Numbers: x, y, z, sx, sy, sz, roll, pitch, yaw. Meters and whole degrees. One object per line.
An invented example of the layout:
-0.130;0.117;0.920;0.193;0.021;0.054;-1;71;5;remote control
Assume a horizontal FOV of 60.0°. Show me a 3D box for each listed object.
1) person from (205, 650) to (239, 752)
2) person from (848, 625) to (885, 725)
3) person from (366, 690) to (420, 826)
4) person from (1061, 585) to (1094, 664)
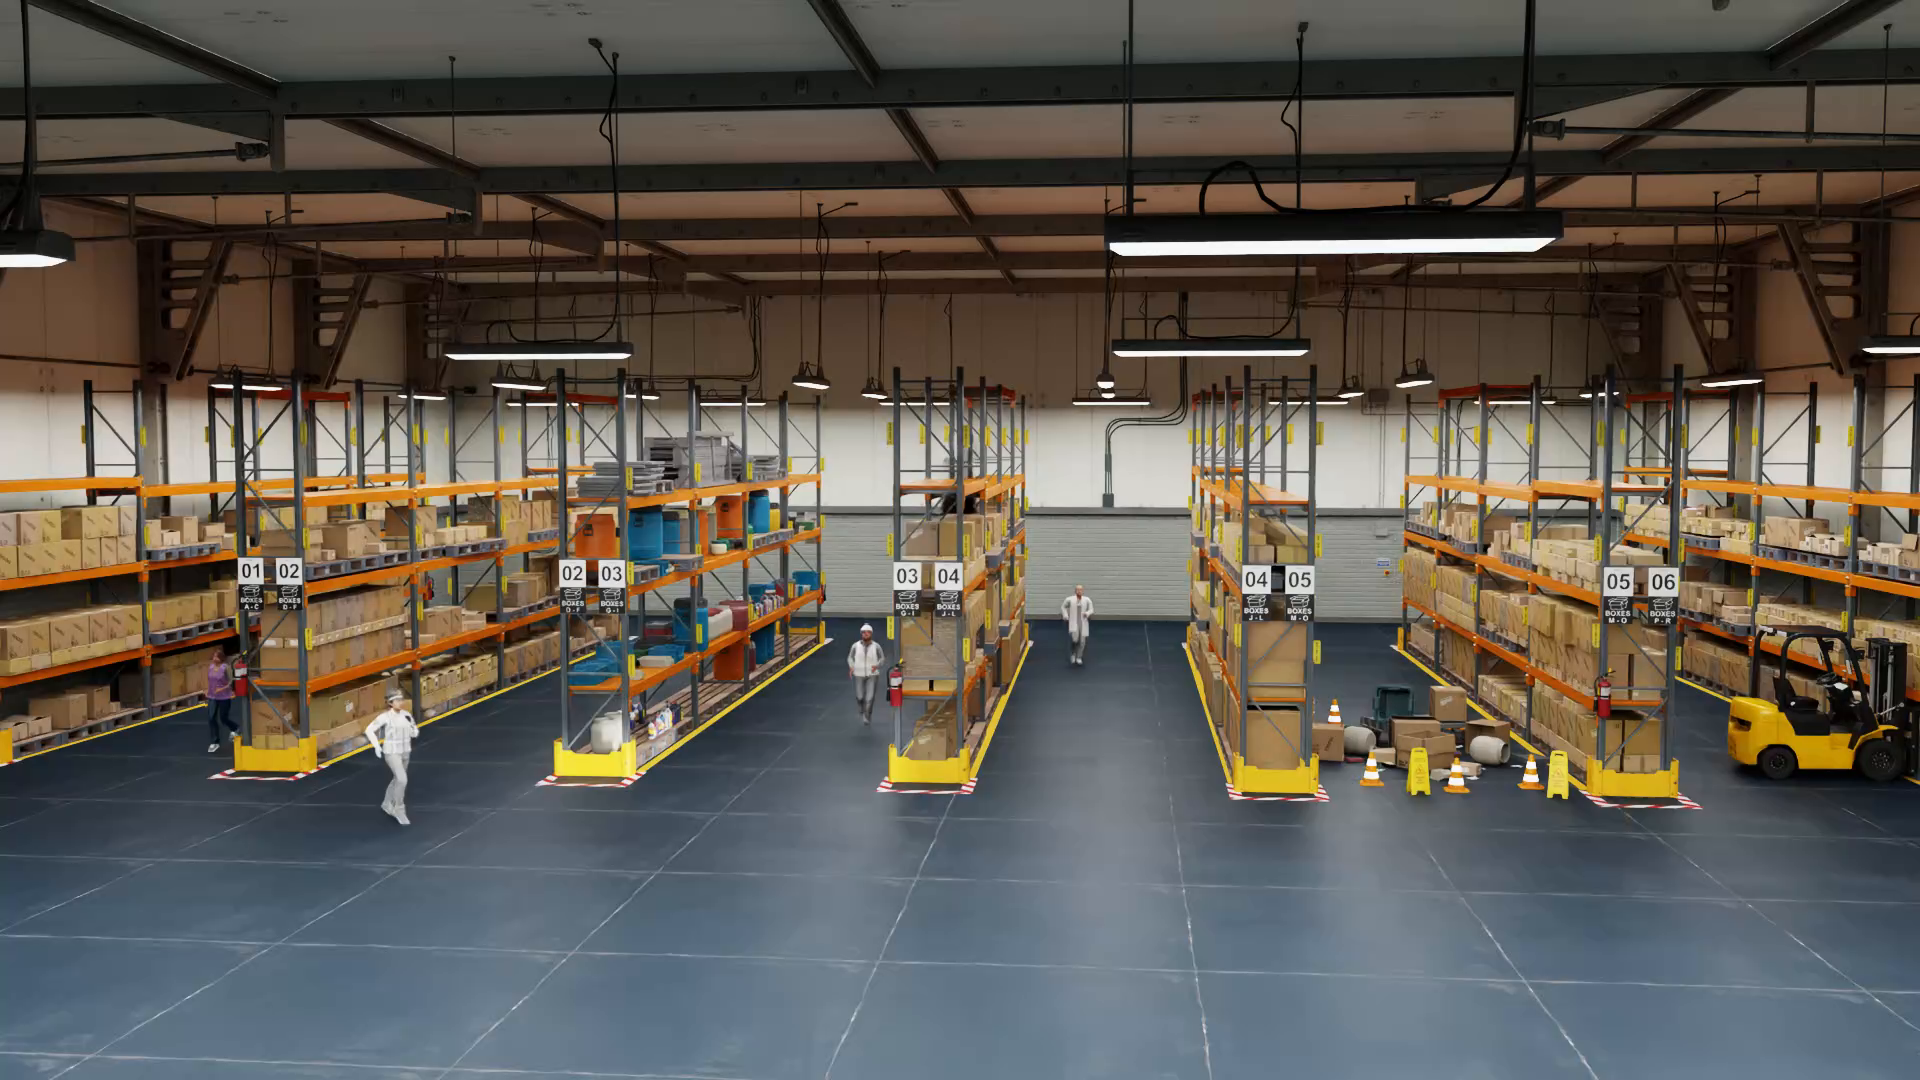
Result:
-11.852;2.548;26.650;0.546;1.596;0.799;0;4;3;person
-1.614;2.320;28.635;0.658;1.723;0.586;0;4;-1;person
-7.319;2.817;21.626;0.733;1.745;0.584;2;4;31;person
2.590;1.861;36.404;0.693;1.741;0.673;0;4;-5;person
